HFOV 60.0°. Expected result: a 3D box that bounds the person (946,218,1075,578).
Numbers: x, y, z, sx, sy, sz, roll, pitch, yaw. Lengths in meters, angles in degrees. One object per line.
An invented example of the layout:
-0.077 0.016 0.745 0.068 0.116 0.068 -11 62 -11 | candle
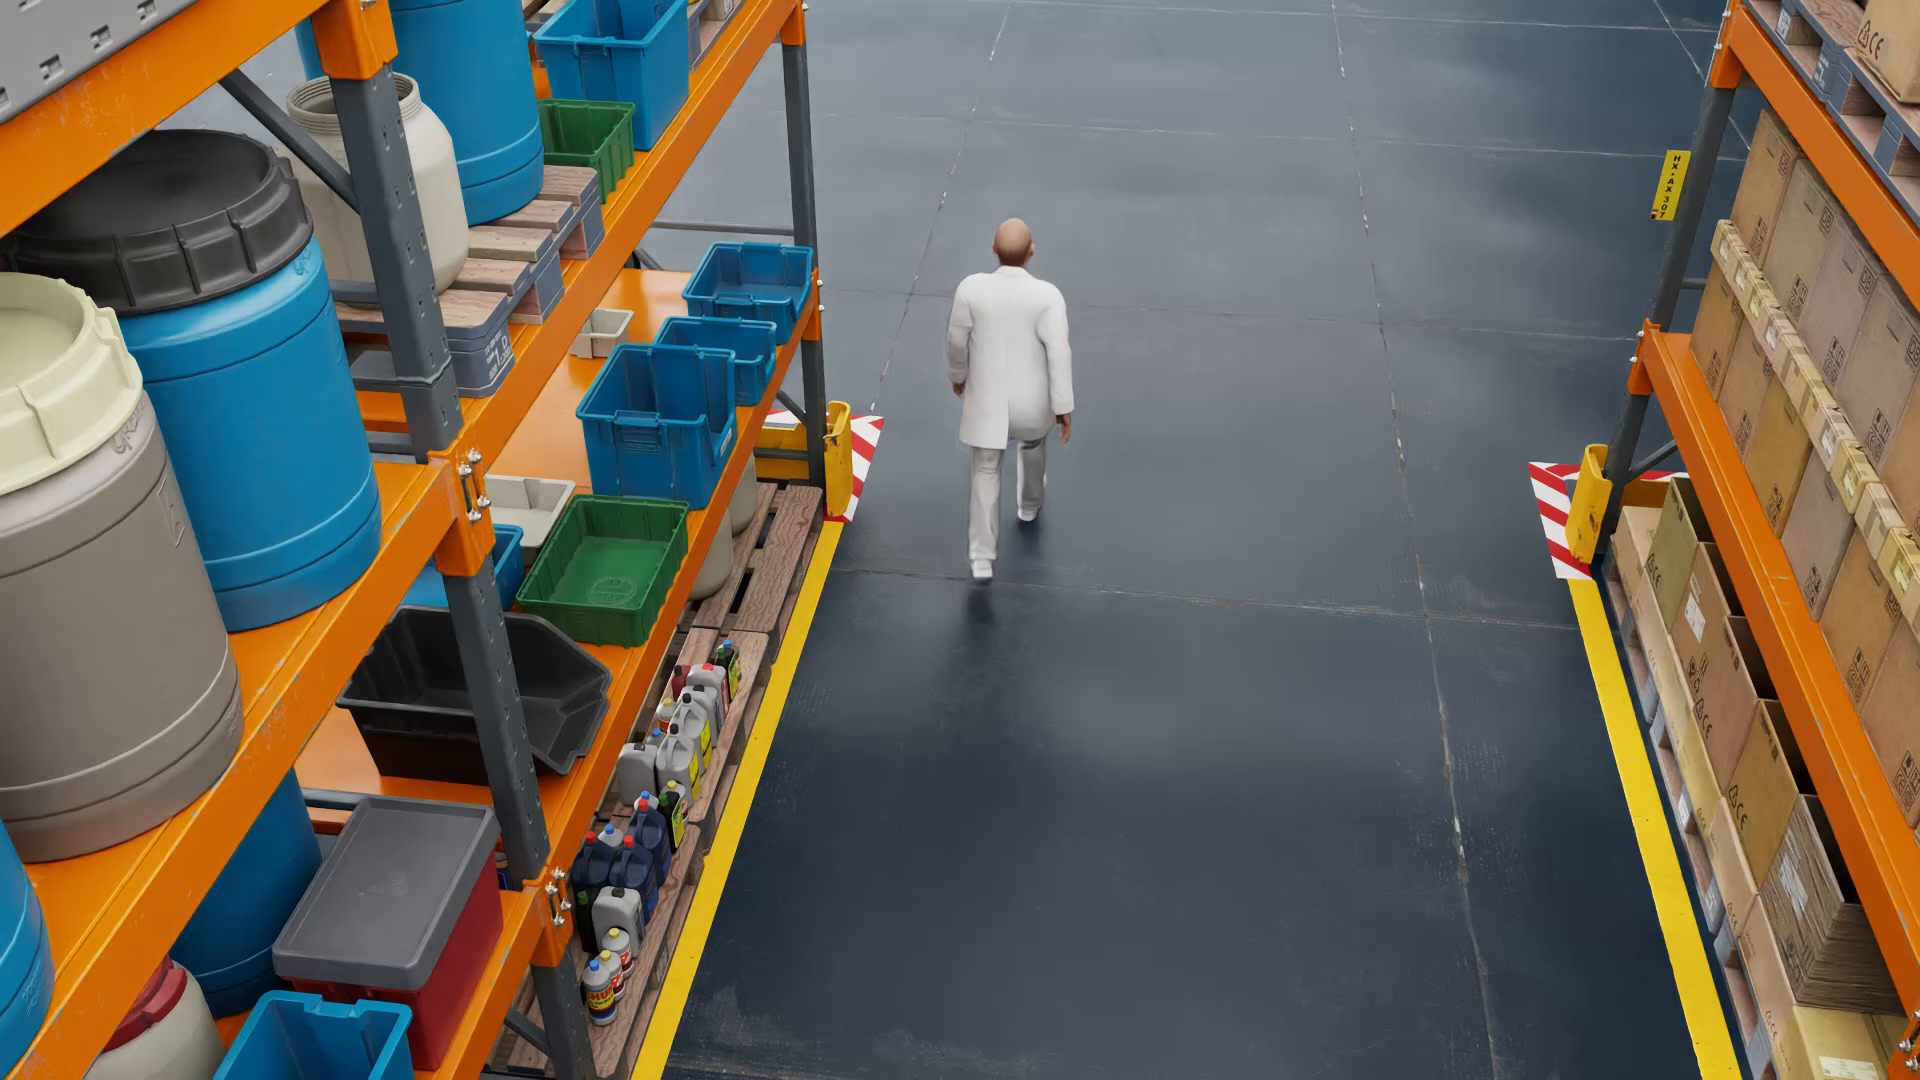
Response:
0.237 -0.689 8.026 0.635 1.737 1.123 3 36 4 | person
